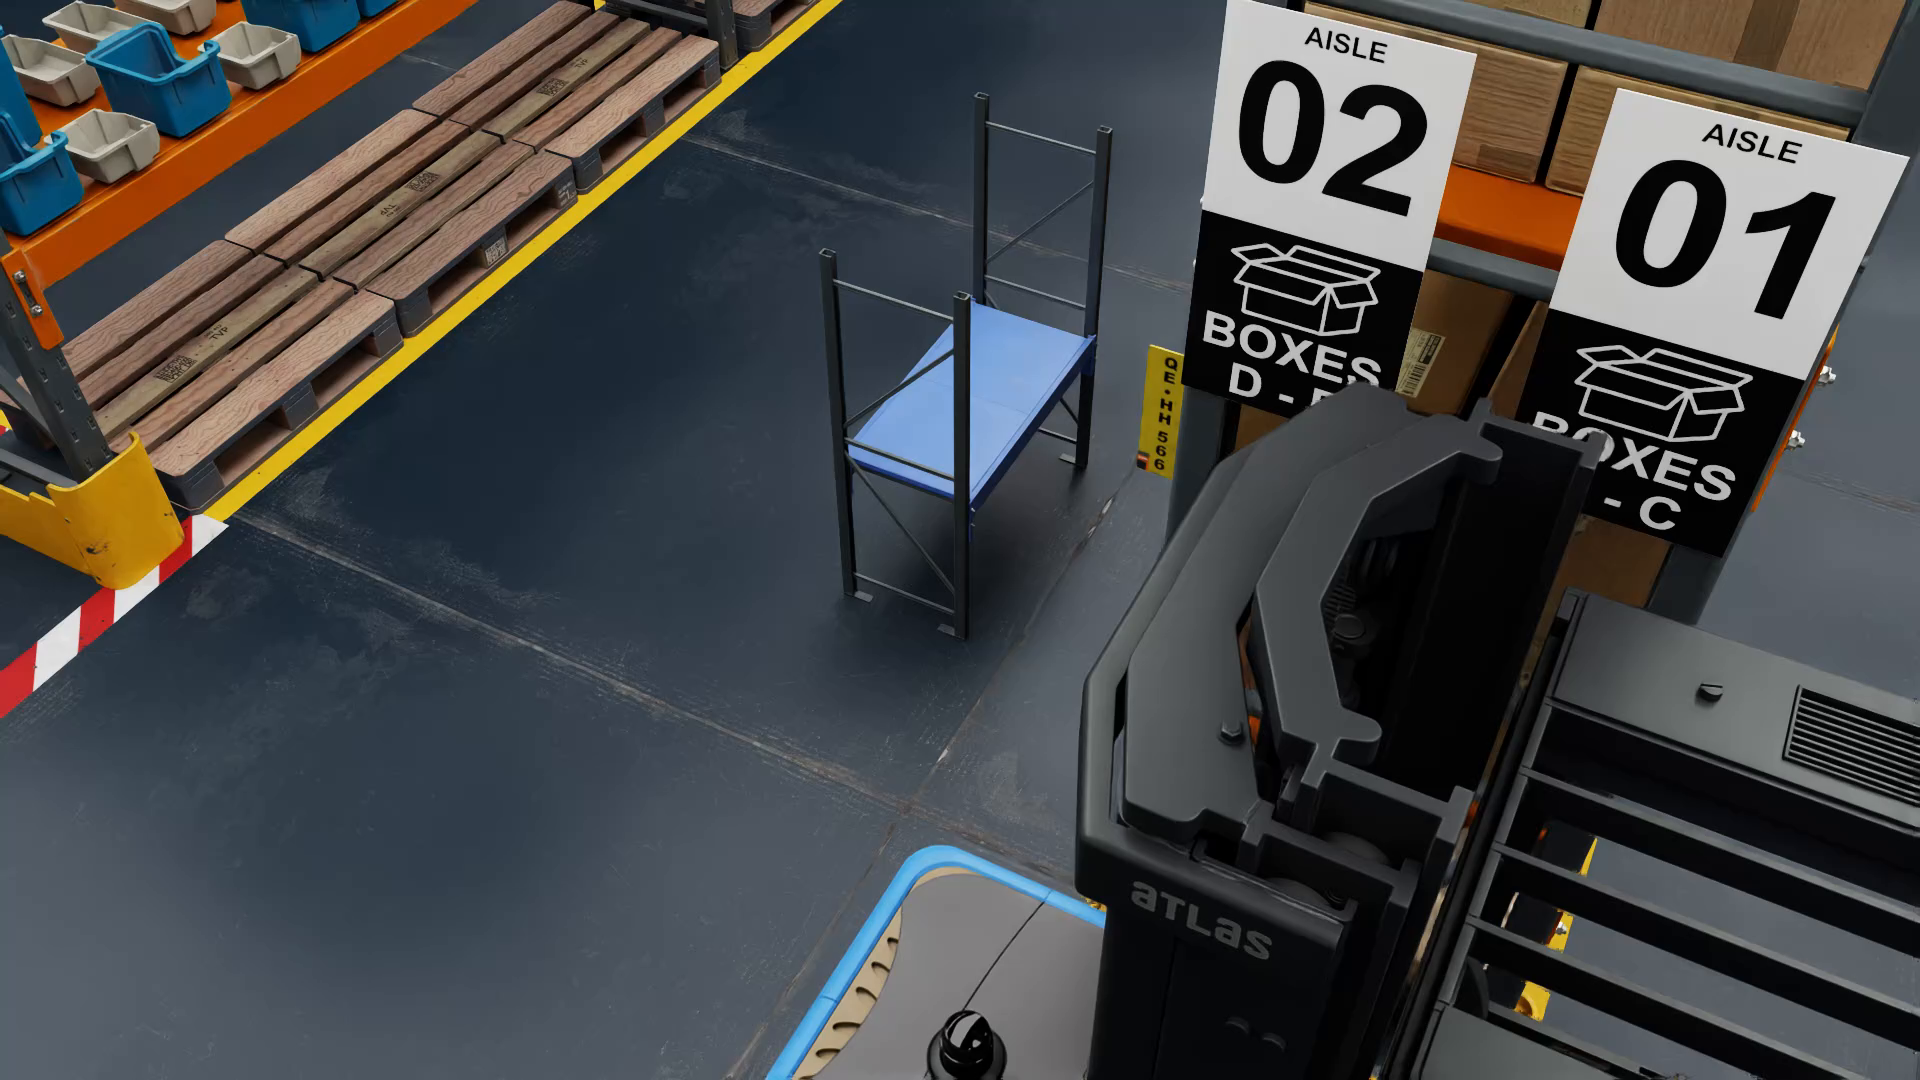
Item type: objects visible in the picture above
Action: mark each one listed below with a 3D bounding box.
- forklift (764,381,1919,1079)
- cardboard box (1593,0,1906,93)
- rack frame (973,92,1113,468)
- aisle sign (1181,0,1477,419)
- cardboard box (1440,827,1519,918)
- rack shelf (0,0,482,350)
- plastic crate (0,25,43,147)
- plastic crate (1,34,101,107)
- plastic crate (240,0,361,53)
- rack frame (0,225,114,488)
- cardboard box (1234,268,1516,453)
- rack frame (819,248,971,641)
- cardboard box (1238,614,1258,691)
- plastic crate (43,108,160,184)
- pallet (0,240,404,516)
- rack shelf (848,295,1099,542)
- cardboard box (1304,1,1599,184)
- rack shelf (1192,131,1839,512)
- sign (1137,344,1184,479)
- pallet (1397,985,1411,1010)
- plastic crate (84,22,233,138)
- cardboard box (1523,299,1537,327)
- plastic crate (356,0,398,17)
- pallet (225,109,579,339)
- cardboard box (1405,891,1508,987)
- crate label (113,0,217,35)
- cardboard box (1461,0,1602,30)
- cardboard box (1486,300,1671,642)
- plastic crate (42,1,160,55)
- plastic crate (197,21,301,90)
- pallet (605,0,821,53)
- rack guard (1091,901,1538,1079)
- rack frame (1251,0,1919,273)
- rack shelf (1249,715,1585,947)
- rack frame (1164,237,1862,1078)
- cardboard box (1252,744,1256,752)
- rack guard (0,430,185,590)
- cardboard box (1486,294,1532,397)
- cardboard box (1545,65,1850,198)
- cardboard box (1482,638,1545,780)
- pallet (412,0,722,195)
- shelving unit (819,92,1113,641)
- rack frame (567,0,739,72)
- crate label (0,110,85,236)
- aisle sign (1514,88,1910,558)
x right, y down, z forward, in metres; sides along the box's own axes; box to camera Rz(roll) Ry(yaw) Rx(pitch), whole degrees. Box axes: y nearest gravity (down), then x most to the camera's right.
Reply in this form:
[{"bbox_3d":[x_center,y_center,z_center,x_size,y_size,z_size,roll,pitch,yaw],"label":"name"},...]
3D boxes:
[{"bbox_3d":[1.004,1.233,2.971,3.031,2.935,1.130,20,49,19],"label":"forklift"},{"bbox_3d":[1.366,-0.953,2.728,0.500,0.250,0.500,20,49,19],"label":"cardboard box"},{"bbox_3d":[0.276,-0.901,6.086,0.500,1.500,0.032,20,49,19],"label":"rack frame"},{"bbox_3d":[0.594,-0.510,2.817,0.394,0.787,0.004,20,49,19],"label":"aisle sign"},{"bbox_3d":[1.512,0.996,4.839,0.380,0.166,0.250,20,49,19],"label":"cardboard box"},{"bbox_3d":[-2.560,-2.182,6.804,1.077,0.370,4.000,20,49,19],"label":"rack shelf"},{"bbox_3d":[-3.498,-1.481,5.538,0.616,0.435,0.499,20,49,19],"label":"plastic crate"},{"bbox_3d":[-3.270,-1.677,5.942,0.396,0.136,0.243,20,49,19],"label":"plastic crate"},{"bbox_3d":[-2.471,-2.014,6.207,0.416,0.233,0.300,20,49,19],"label":"plastic crate"},{"bbox_3d":[-3.488,-1.175,5.303,1.000,3.000,0.127,20,49,19],"label":"rack frame"},{"bbox_3d":[0.860,-0.295,3.660,0.500,0.500,0.500,20,49,19],"label":"cardboard box"},{"bbox_3d":[-0.196,-0.261,5.453,0.500,1.500,0.032,20,49,19],"label":"rack frame"},{"bbox_3d":[0.864,0.055,4.016,0.500,0.500,0.500,22,49,20],"label":"cardboard box"},{"bbox_3d":[-2.860,-1.325,5.594,0.250,0.136,0.298,20,49,19],"label":"plastic crate"},{"bbox_3d":[-3.071,-0.702,6.795,1.003,0.211,1.213,20,49,19],"label":"pallet"},{"bbox_3d":[0.040,-0.455,5.898,0.538,0.185,1.000,20,49,19],"label":"rack shelf"},{"bbox_3d":[0.902,-0.950,3.076,0.500,0.250,0.500,20,49,19],"label":"cardboard box"},{"bbox_3d":[1.826,-1.599,4.118,1.077,0.370,4.000,20,49,19],"label":"rack shelf"},{"bbox_3d":[0.415,-0.252,3.353,0.100,0.325,0.005,20,49,19],"label":"sign"},{"bbox_3d":[1.302,0.892,5.220,1.003,0.211,1.213,20,49,19],"label":"pallet"},{"bbox_3d":[-2.776,-1.599,5.797,0.416,0.233,0.300,20,49,19],"label":"plastic crate"},{"bbox_3d":[1.573,-0.449,3.811,0.500,0.500,0.500,21,49,19],"label":"cardboard box"},{"bbox_3d":[-2.332,-2.203,6.394,0.416,0.233,0.300,20,49,19],"label":"plastic crate"},{"bbox_3d":[-2.504,-1.468,7.552,1.003,0.211,1.213,20,49,19],"label":"pallet"},{"bbox_3d":[1.396,1.160,4.690,0.380,0.149,0.250,20,49,19],"label":"cardboard box"},{"bbox_3d":[-3.015,-2.039,6.299,0.396,0.136,0.243,20,49,19],"label":"crate label"},{"bbox_3d":[0.910,-1.123,2.896,0.500,0.250,0.500,20,49,19],"label":"cardboard box"},{"bbox_3d":[1.337,-0.117,3.483,0.500,0.500,0.500,22,49,20],"label":"cardboard box"},{"bbox_3d":[-3.123,-1.855,6.118,0.396,0.136,0.243,20,49,19],"label":"plastic crate"},{"bbox_3d":[-2.545,-1.753,6.016,0.250,0.136,0.298,20,49,19],"label":"plastic crate"},{"bbox_3d":[-1.236,-3.187,9.252,1.003,0.211,1.213,20,49,19],"label":"pallet"},{"bbox_3d":[0.933,1.293,4.620,1.175,0.500,0.348,20,49,19],"label":"rack guard"},{"bbox_3d":[0.897,-1.646,1.550,1.000,3.000,0.127,20,49,19],"label":"rack frame"},{"bbox_3d":[1.826,-0.545,5.185,1.077,0.370,4.000,20,49,19],"label":"rack shelf"},{"bbox_3d":[0.897,0.462,3.684,1.000,3.000,0.127,20,49,19],"label":"rack frame"},{"bbox_3d":[0.932,0.763,4.835,0.500,0.500,0.500,20,49,19],"label":"cardboard box"},{"bbox_3d":[-3.488,-0.277,6.173,1.175,0.500,0.348,20,49,19],"label":"rack guard"},{"bbox_3d":[1.094,-0.614,3.974,0.500,0.500,0.500,22,49,20],"label":"cardboard box"},{"bbox_3d":[1.361,-0.779,2.907,0.500,0.250,0.500,20,49,19],"label":"cardboard box"},{"bbox_3d":[1.337,0.235,3.839,0.500,0.500,0.500,21,49,20],"label":"cardboard box"},{"bbox_3d":[-1.938,-2.239,8.314,1.003,0.211,1.213,20,49,19],"label":"pallet"},{"bbox_3d":[0.040,-0.581,5.770,0.538,1.500,1.048,20,49,19],"label":"shelving unit"},{"bbox_3d":[-1.631,-3.695,7.793,1.000,3.000,0.127,20,49,19],"label":"rack frame"},{"bbox_3d":[-3.082,-1.184,5.387,0.416,0.233,0.303,20,49,19],"label":"crate label"},{"bbox_3d":[1.126,-0.311,2.621,0.394,0.787,0.004,20,49,19],"label":"aisle sign"}]
